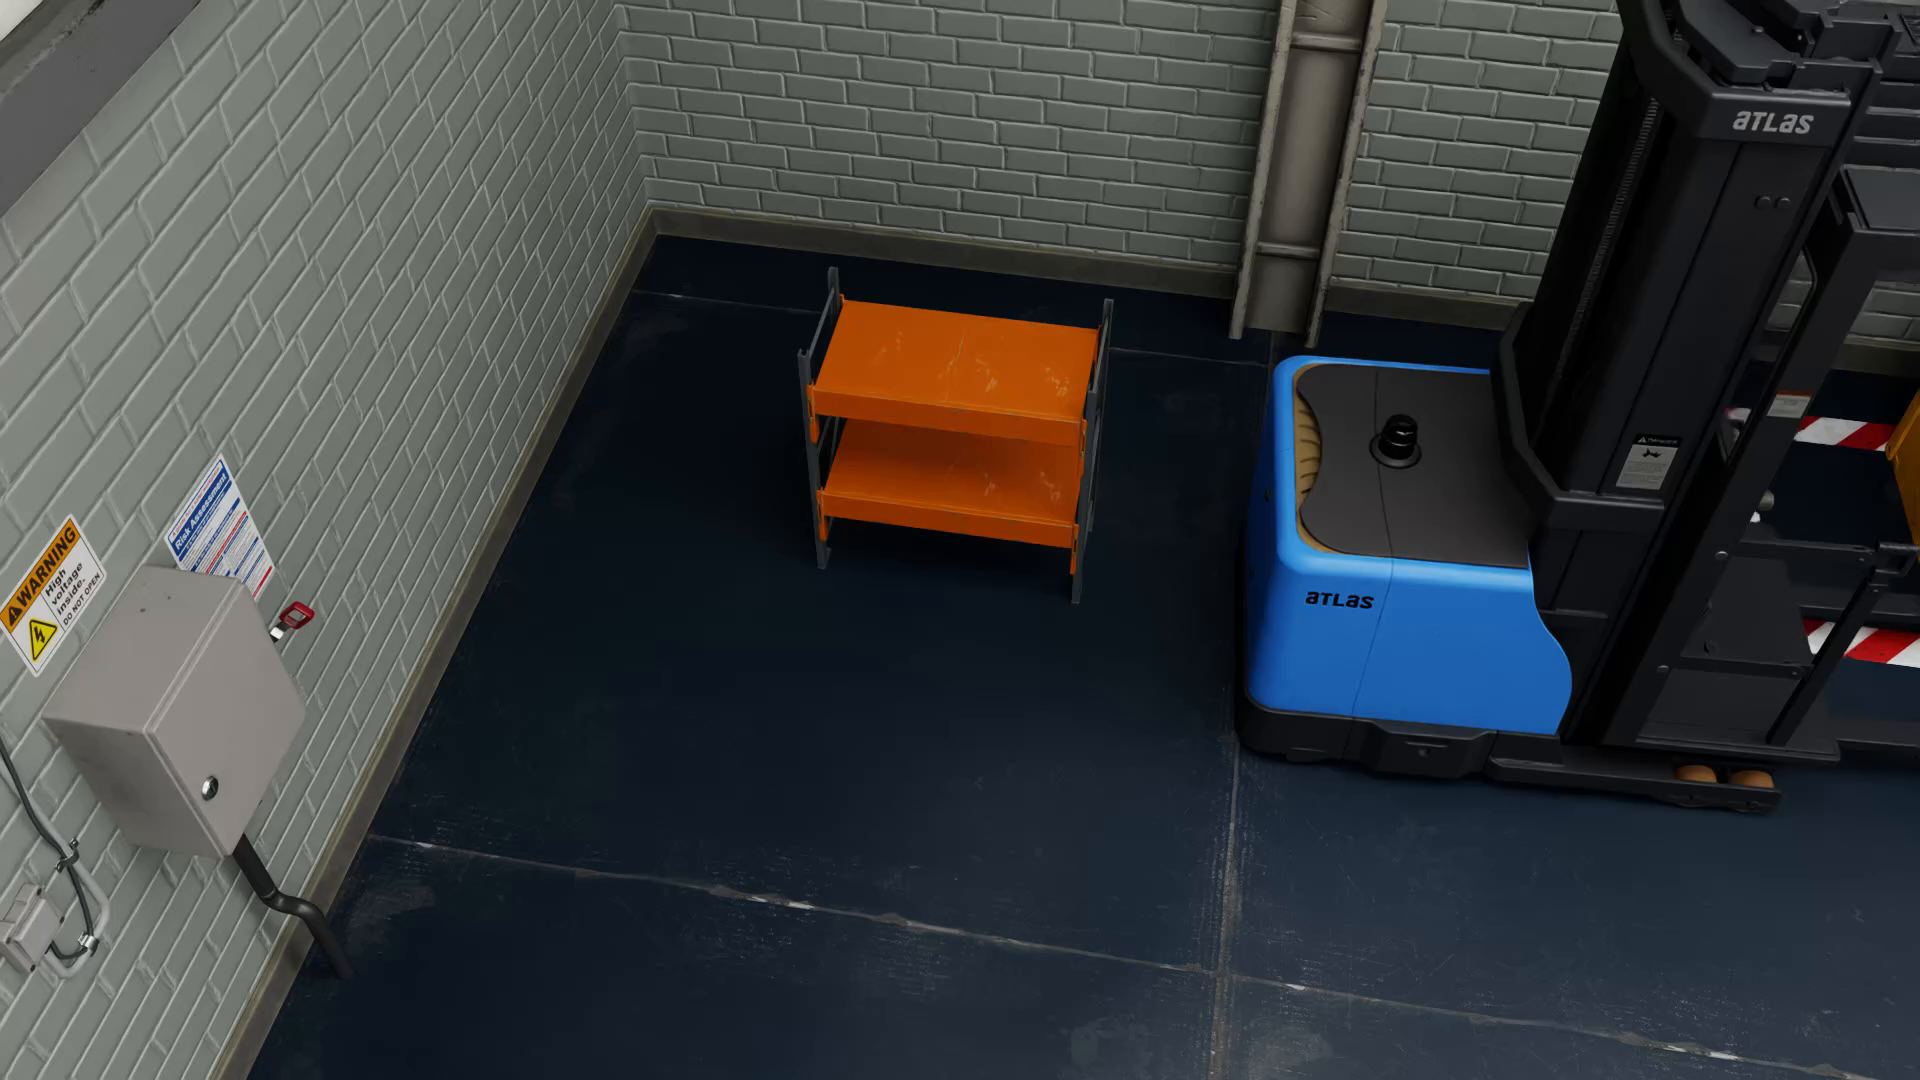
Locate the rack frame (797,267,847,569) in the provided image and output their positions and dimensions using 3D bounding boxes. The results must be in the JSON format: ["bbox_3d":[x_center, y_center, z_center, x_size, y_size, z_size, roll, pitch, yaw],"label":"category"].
[{"bbox_3d":[-0.507,-0.444,6.365,0.032,1.125,0.500,8,49,7],"label":"rack frame"}]

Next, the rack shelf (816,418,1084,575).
[{"bbox_3d":[-0.007,-0.213,6.486,1.000,0.278,0.538,8,49,7],"label":"rack shelf"}]

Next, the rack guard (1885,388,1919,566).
[{"bbox_3d":[4.006,-0.144,6.516,0.348,0.500,1.175,8,49,7],"label":"rack guard"}]

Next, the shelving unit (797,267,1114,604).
[{"bbox_3d":[-0.007,-0.377,6.304,1.048,1.125,0.538,8,49,7],"label":"shelving unit"}]

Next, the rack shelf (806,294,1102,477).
[{"bbox_3d":[-0.007,-0.572,6.087,1.000,0.278,0.538,8,49,7],"label":"rack shelf"}]

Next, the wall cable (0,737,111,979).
[{"bbox_3d":[-2.260,0.536,3.541,0.122,1.984,0.588,8,49,7],"label":"wall cable"}]

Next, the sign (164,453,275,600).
[{"bbox_3d":[-2.099,0.040,4.734,0.001,0.494,0.329,8,49,7],"label":"sign"}]

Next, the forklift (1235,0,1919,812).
[{"bbox_3d":[2.548,-0.442,5.148,3.031,2.935,1.130,5,48,4],"label":"forklift"}]

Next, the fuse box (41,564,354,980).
[{"bbox_3d":[-1.983,0.827,4.828,0.414,1.711,0.539,8,49,7],"label":"fuse box"}]

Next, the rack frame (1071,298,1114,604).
[{"bbox_3d":[0.494,-0.310,6.244,0.032,1.125,0.500,8,49,7],"label":"rack frame"}]

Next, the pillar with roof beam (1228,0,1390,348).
[{"bbox_3d":[0.673,-0.860,1.445,0.400,9.000,9.100,8,49,7],"label":"pillar with roof beam"}]

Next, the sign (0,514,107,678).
[{"bbox_3d":[-2.197,0.134,4.030,0.001,0.242,0.339,8,49,7],"label":"sign"}]
